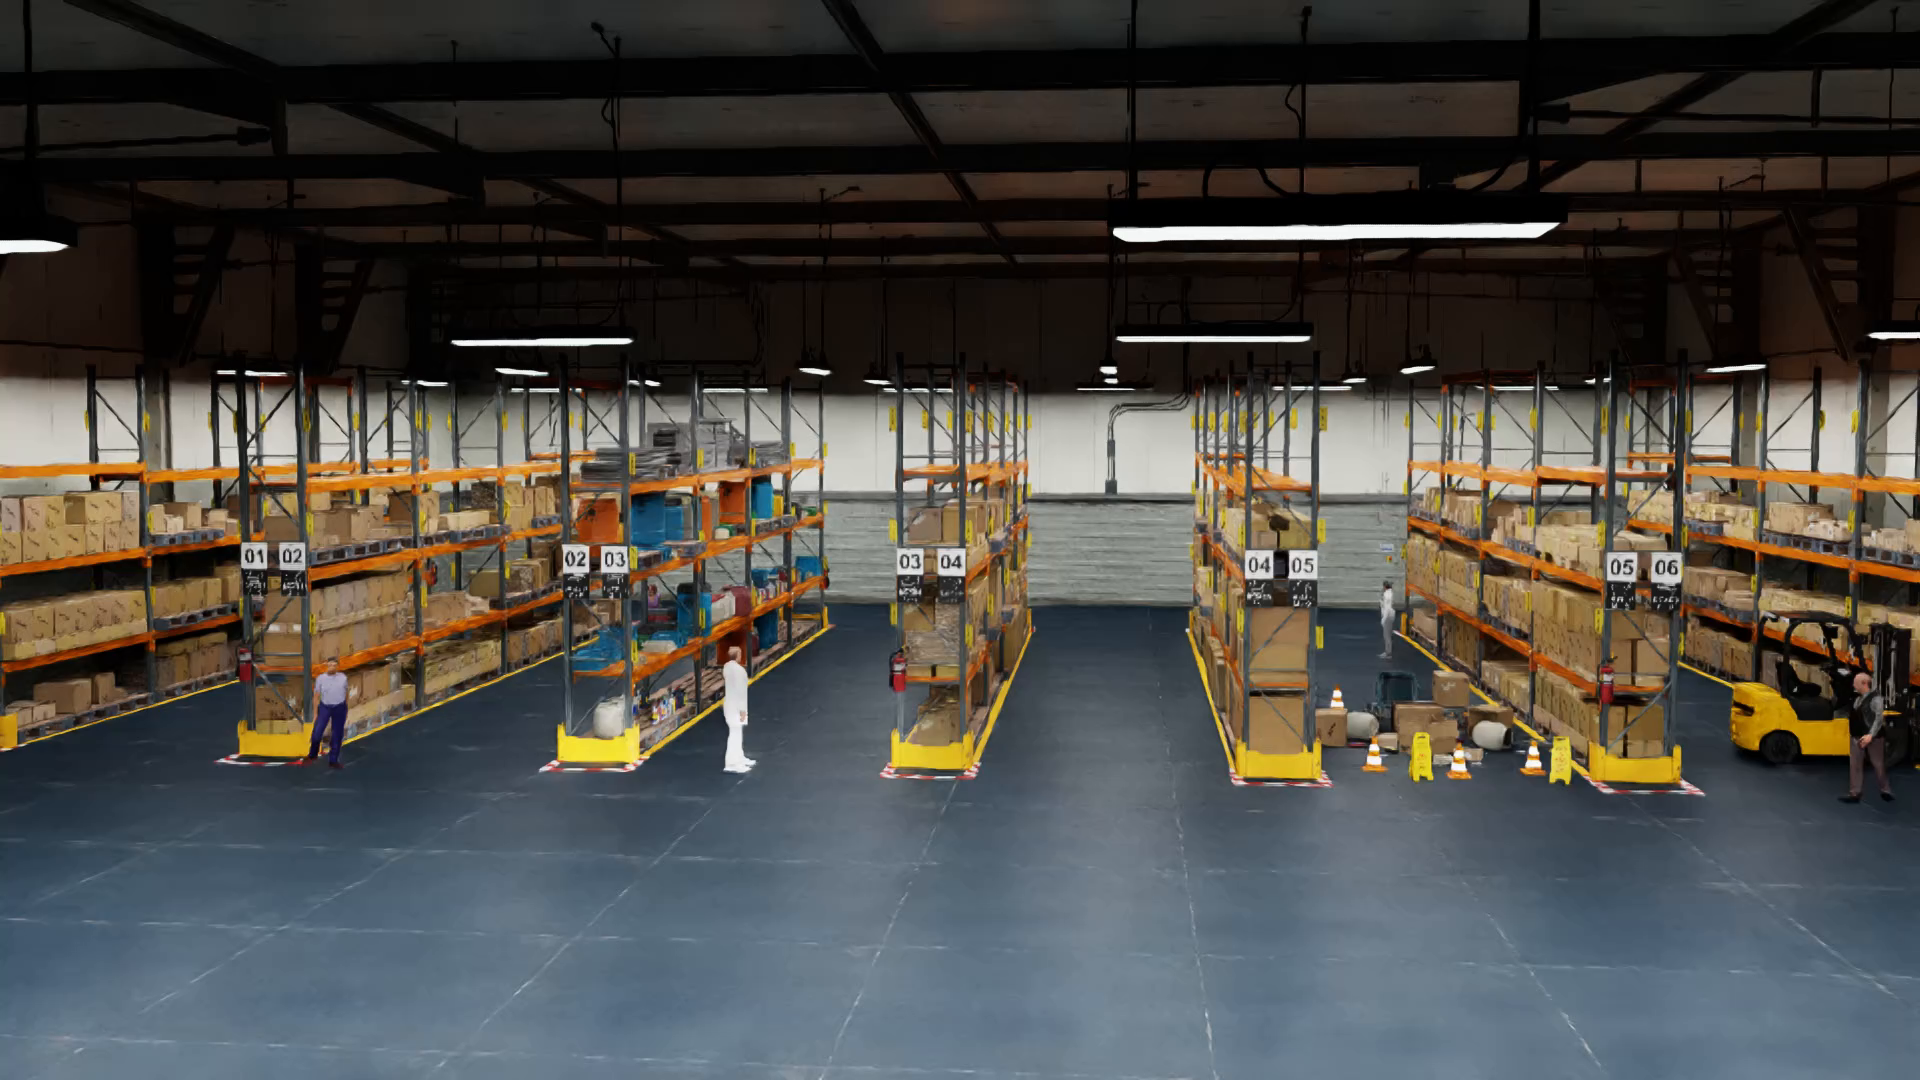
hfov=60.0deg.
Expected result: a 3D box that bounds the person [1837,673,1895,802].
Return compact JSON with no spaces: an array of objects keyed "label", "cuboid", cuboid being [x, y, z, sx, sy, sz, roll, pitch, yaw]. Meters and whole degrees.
[{"label":"person","cuboid":[11.938,2.602,21.864,0.701,1.711,0.555,-2,4,-23]}]

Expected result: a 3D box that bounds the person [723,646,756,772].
[{"label":"person","cuboid":[-3.171,2.400,23.882,0.515,1.785,0.638,-2,4,-22]}]

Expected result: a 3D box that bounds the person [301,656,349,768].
[{"label":"person","cuboid":[-9.153,2.478,23.966,0.654,1.641,0.500,-3,5,-35]}]

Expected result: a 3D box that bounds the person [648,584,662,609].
[{"label":"person","cuboid":[-6.605,1.687,35.792,0.417,1.517,1.032,1,4,8]}]

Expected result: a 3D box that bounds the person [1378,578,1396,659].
[{"label":"person","cuboid":[9.045,1.670,35.230,0.372,1.714,0.528,2,4,23]}]
